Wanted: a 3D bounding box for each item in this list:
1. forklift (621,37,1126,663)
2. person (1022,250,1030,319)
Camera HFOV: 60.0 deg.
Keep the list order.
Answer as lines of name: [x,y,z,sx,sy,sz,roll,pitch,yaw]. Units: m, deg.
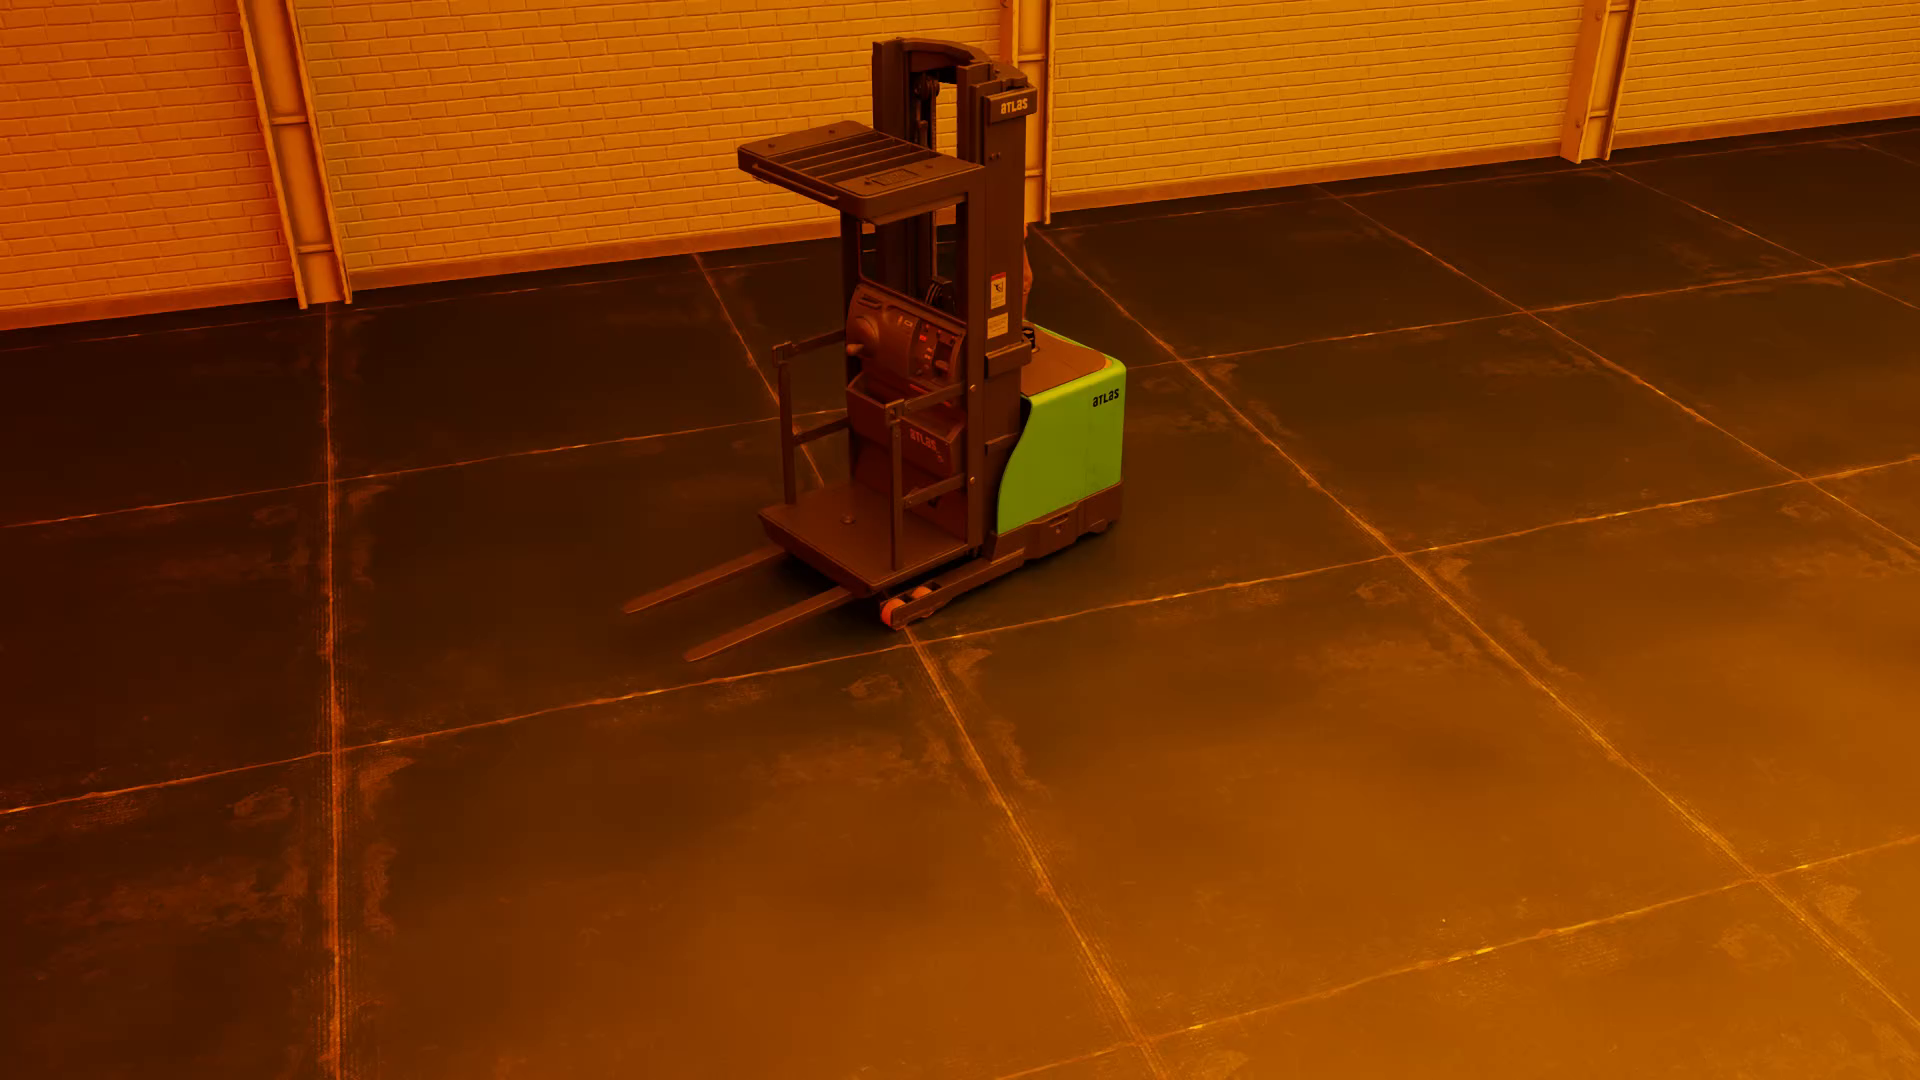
forklift: [-0.461,-1.072,8.951,3.031,2.935,1.130,-23,37,-34]
person: [0.375,-2.345,12.398,0.513,1.704,0.731,-2,30,-3]
